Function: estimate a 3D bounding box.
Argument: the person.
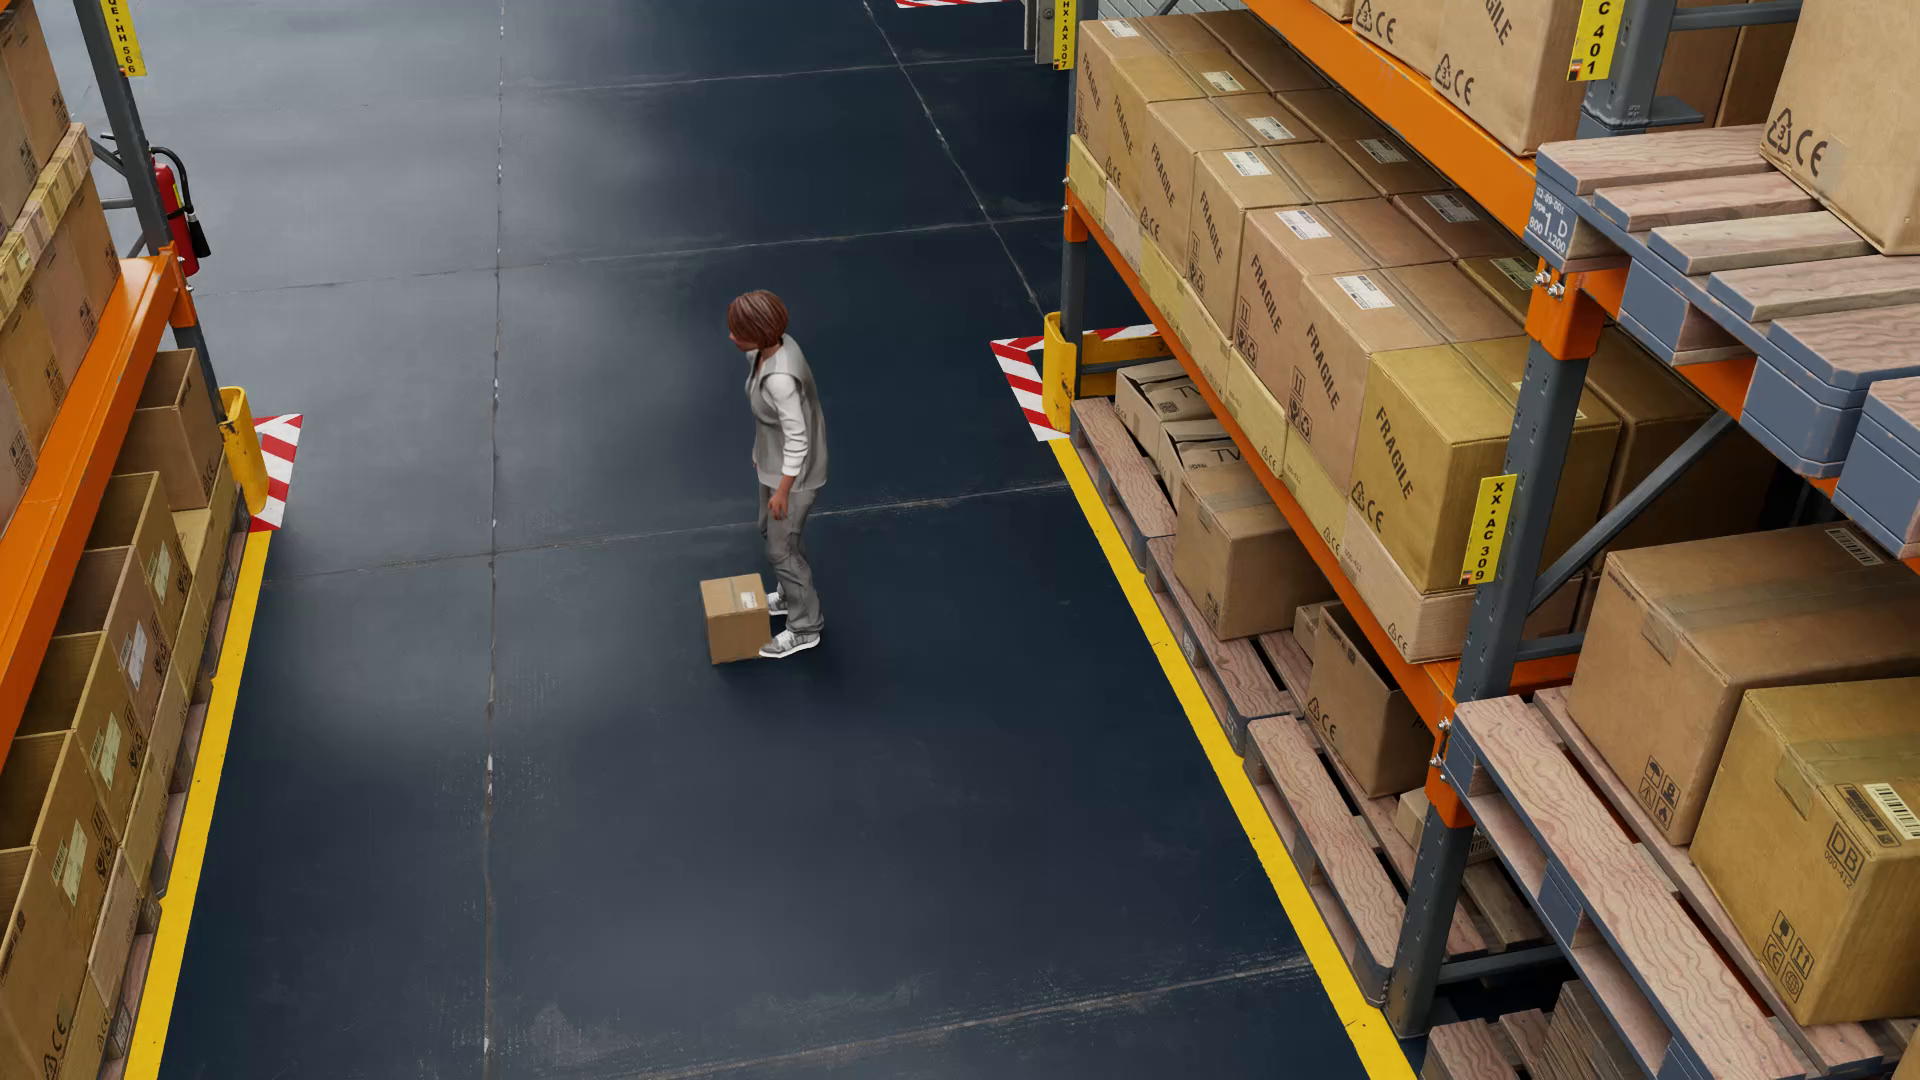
[{"bbox_3d":[-0.698,-0.264,6.533,0.346,1.593,0.461,-9,36,-12],"label":"person"}]
